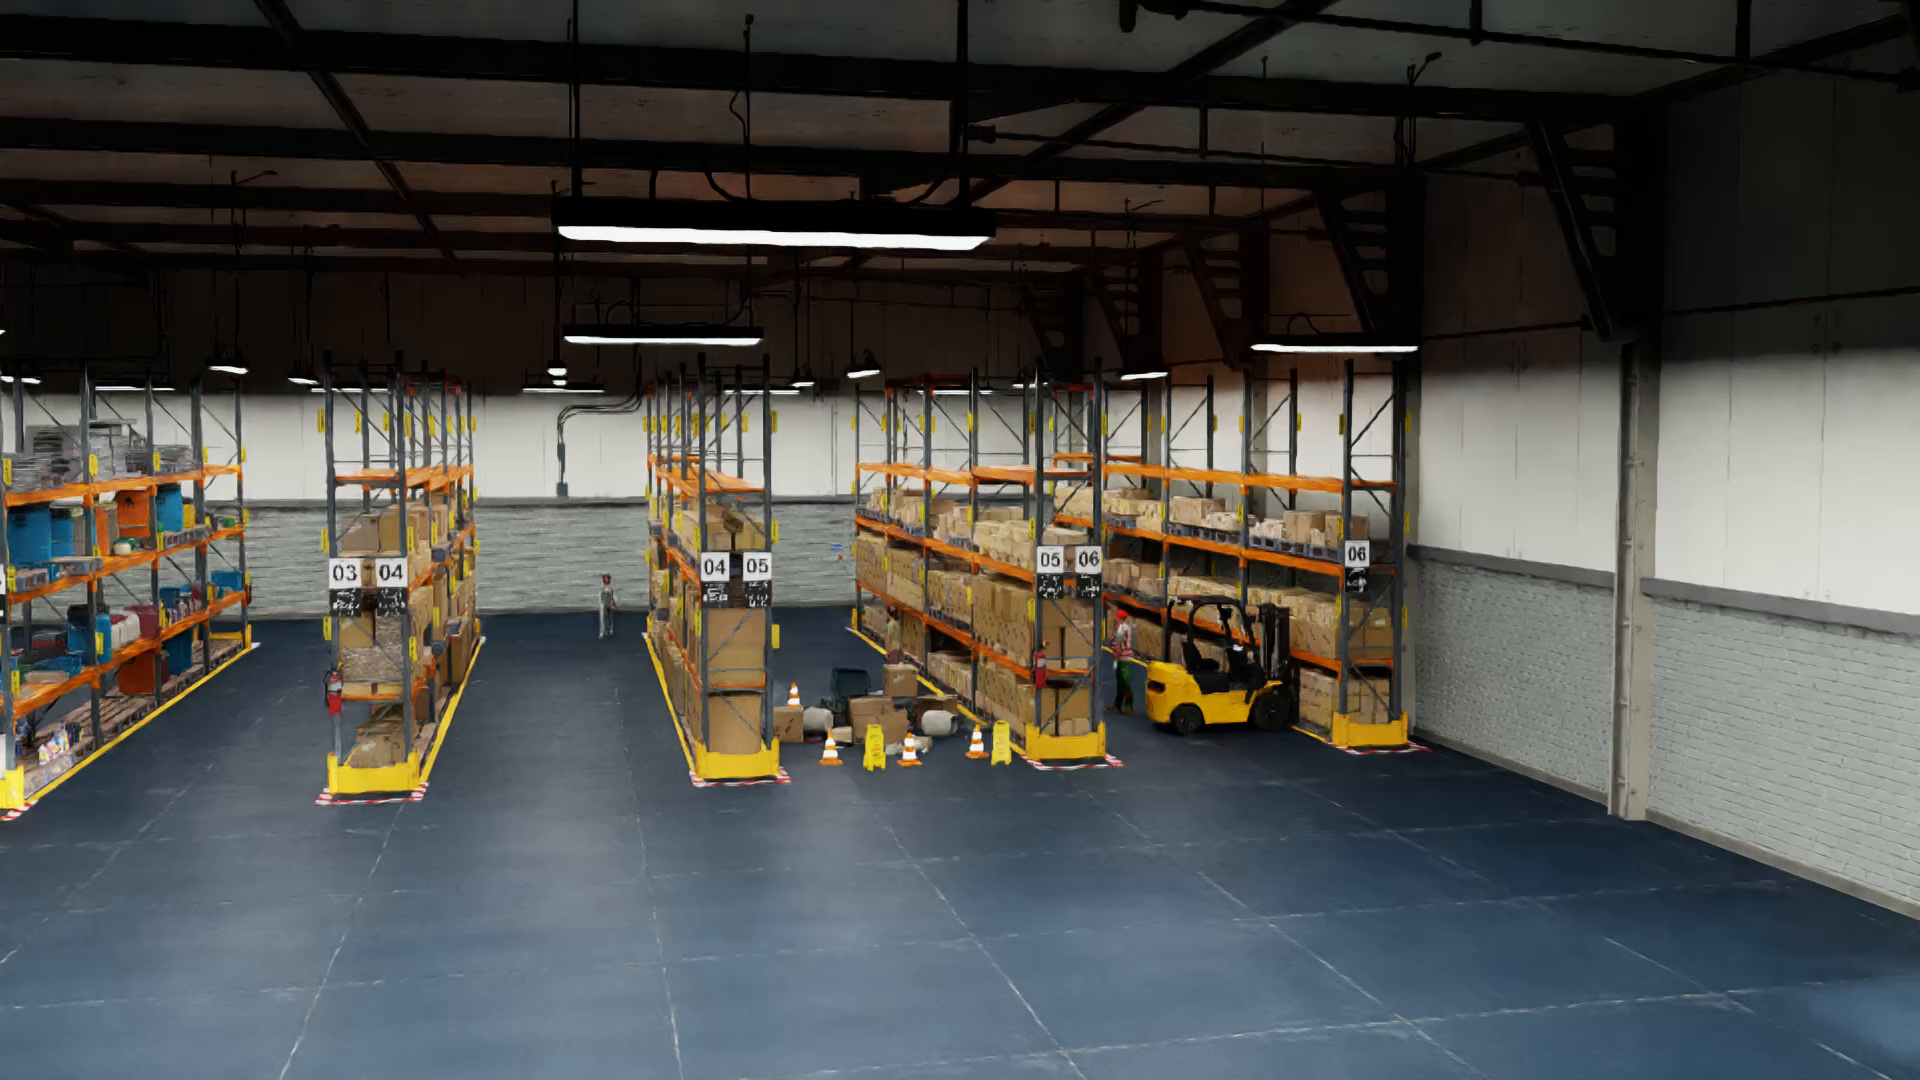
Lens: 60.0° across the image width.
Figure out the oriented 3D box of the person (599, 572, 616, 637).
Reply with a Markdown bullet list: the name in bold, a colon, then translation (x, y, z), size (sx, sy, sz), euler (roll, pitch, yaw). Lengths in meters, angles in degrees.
- **person**: translation (-8.291, 1.502, 39.109), size (0.420, 1.509, 1.037), euler (-1, 4, -9)

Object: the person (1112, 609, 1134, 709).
- **person**: translation (2.848, 2.057, 28.881), size (0.426, 1.729, 0.655), euler (1, 4, 17)

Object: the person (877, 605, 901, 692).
- **person**: translation (-1.272, 2.028, 30.536), size (0.577, 1.665, 0.555), euler (1, 4, 12)
